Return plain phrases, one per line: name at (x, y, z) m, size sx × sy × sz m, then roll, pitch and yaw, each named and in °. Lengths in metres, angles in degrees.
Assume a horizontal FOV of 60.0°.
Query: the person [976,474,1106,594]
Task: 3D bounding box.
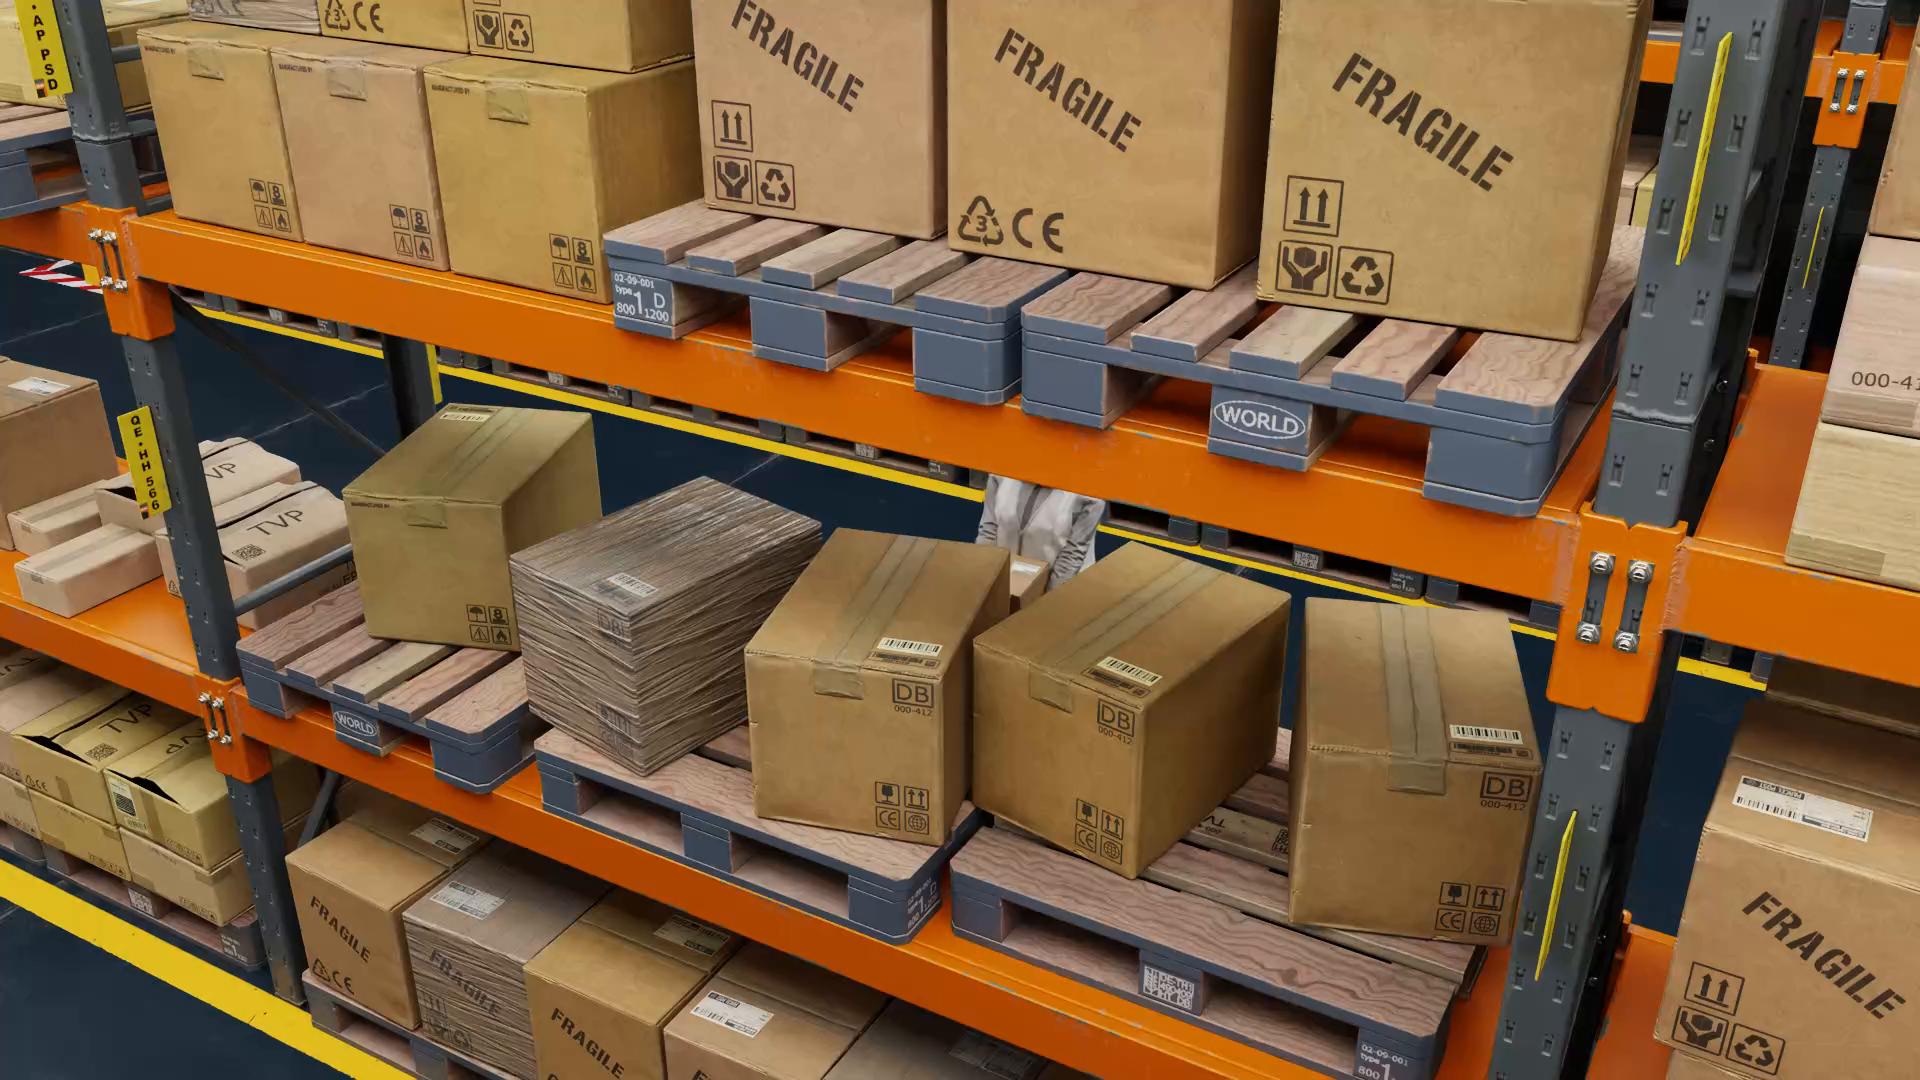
person at (0.288, 0.264, 6.558) m, size 0.495 × 1.772 × 0.550 m, roll 14°, pitch 30°, yaw 26°
